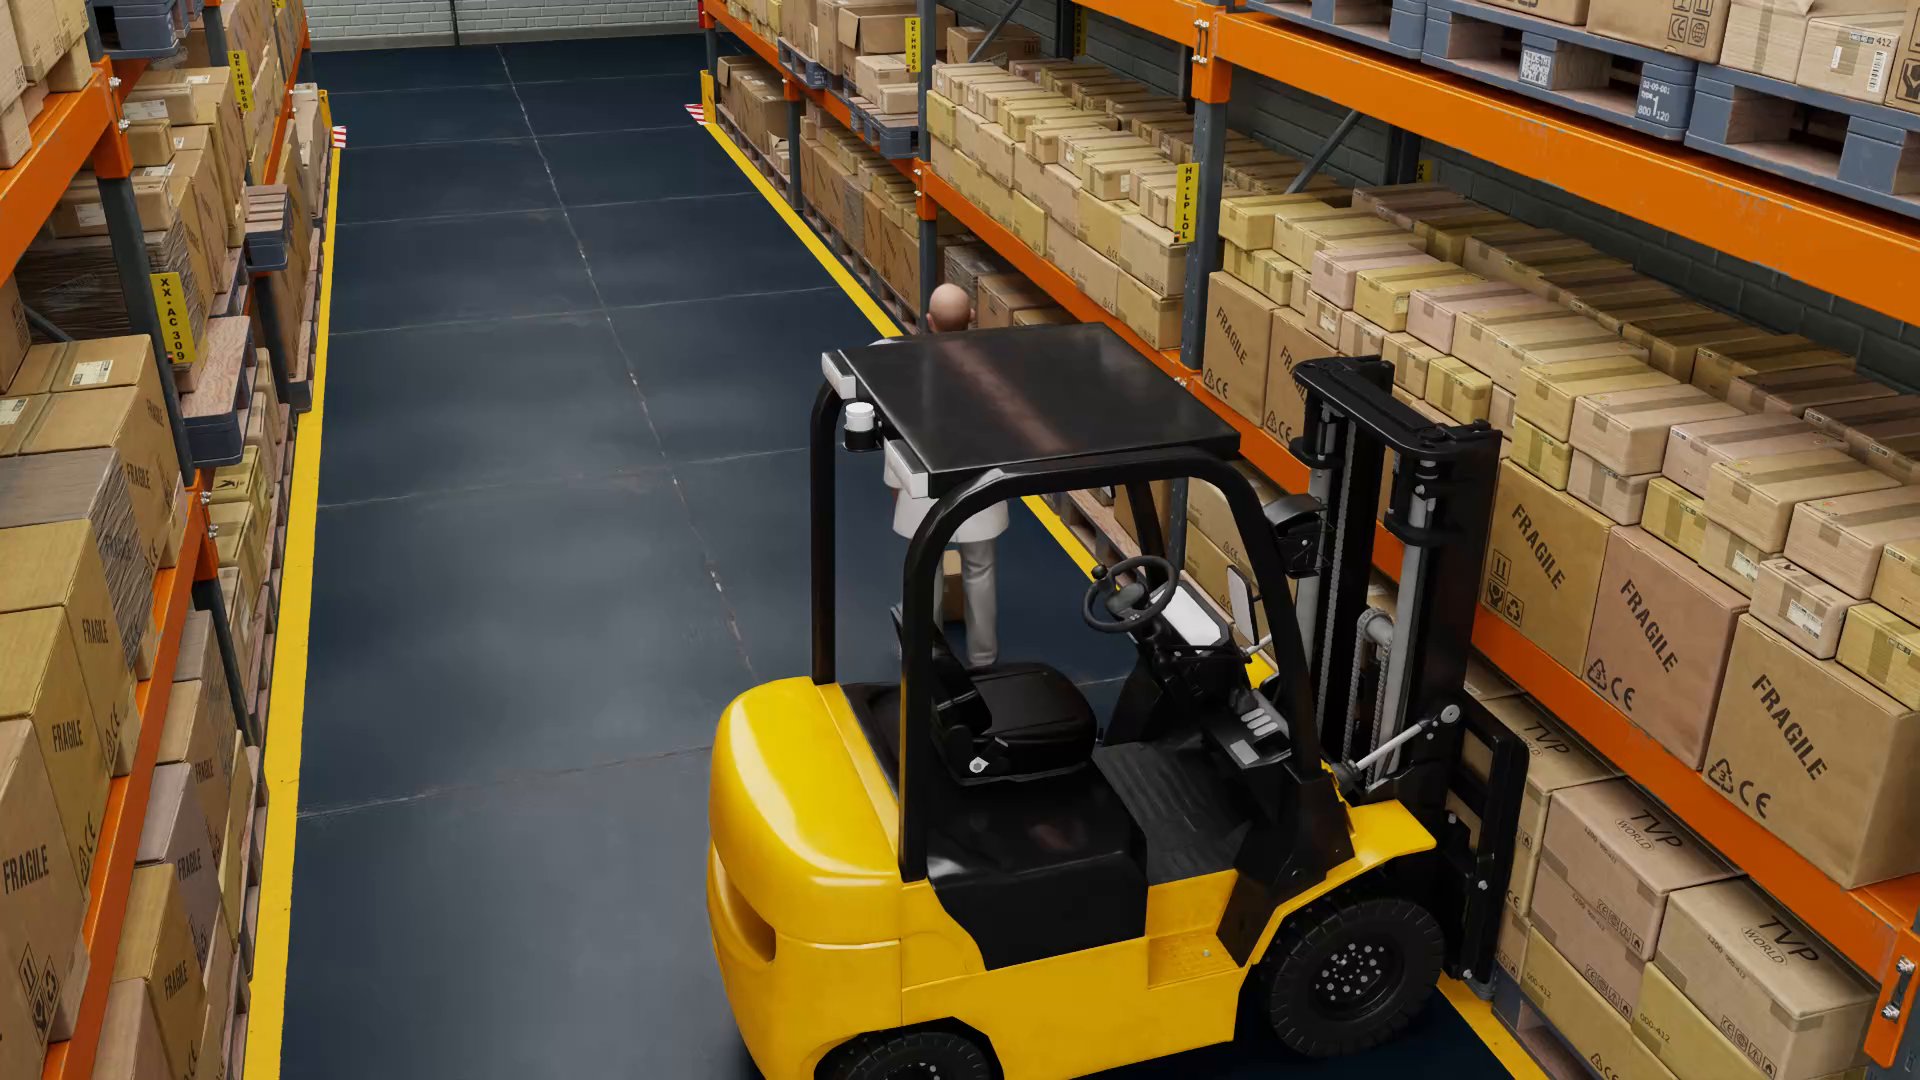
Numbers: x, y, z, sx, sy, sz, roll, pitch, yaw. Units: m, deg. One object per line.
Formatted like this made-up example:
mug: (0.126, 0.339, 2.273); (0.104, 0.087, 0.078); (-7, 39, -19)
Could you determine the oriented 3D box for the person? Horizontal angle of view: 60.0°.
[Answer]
person: (-0.048, -0.244, 7.130); (0.561, 1.781, 0.380); (-3, 26, -6)
